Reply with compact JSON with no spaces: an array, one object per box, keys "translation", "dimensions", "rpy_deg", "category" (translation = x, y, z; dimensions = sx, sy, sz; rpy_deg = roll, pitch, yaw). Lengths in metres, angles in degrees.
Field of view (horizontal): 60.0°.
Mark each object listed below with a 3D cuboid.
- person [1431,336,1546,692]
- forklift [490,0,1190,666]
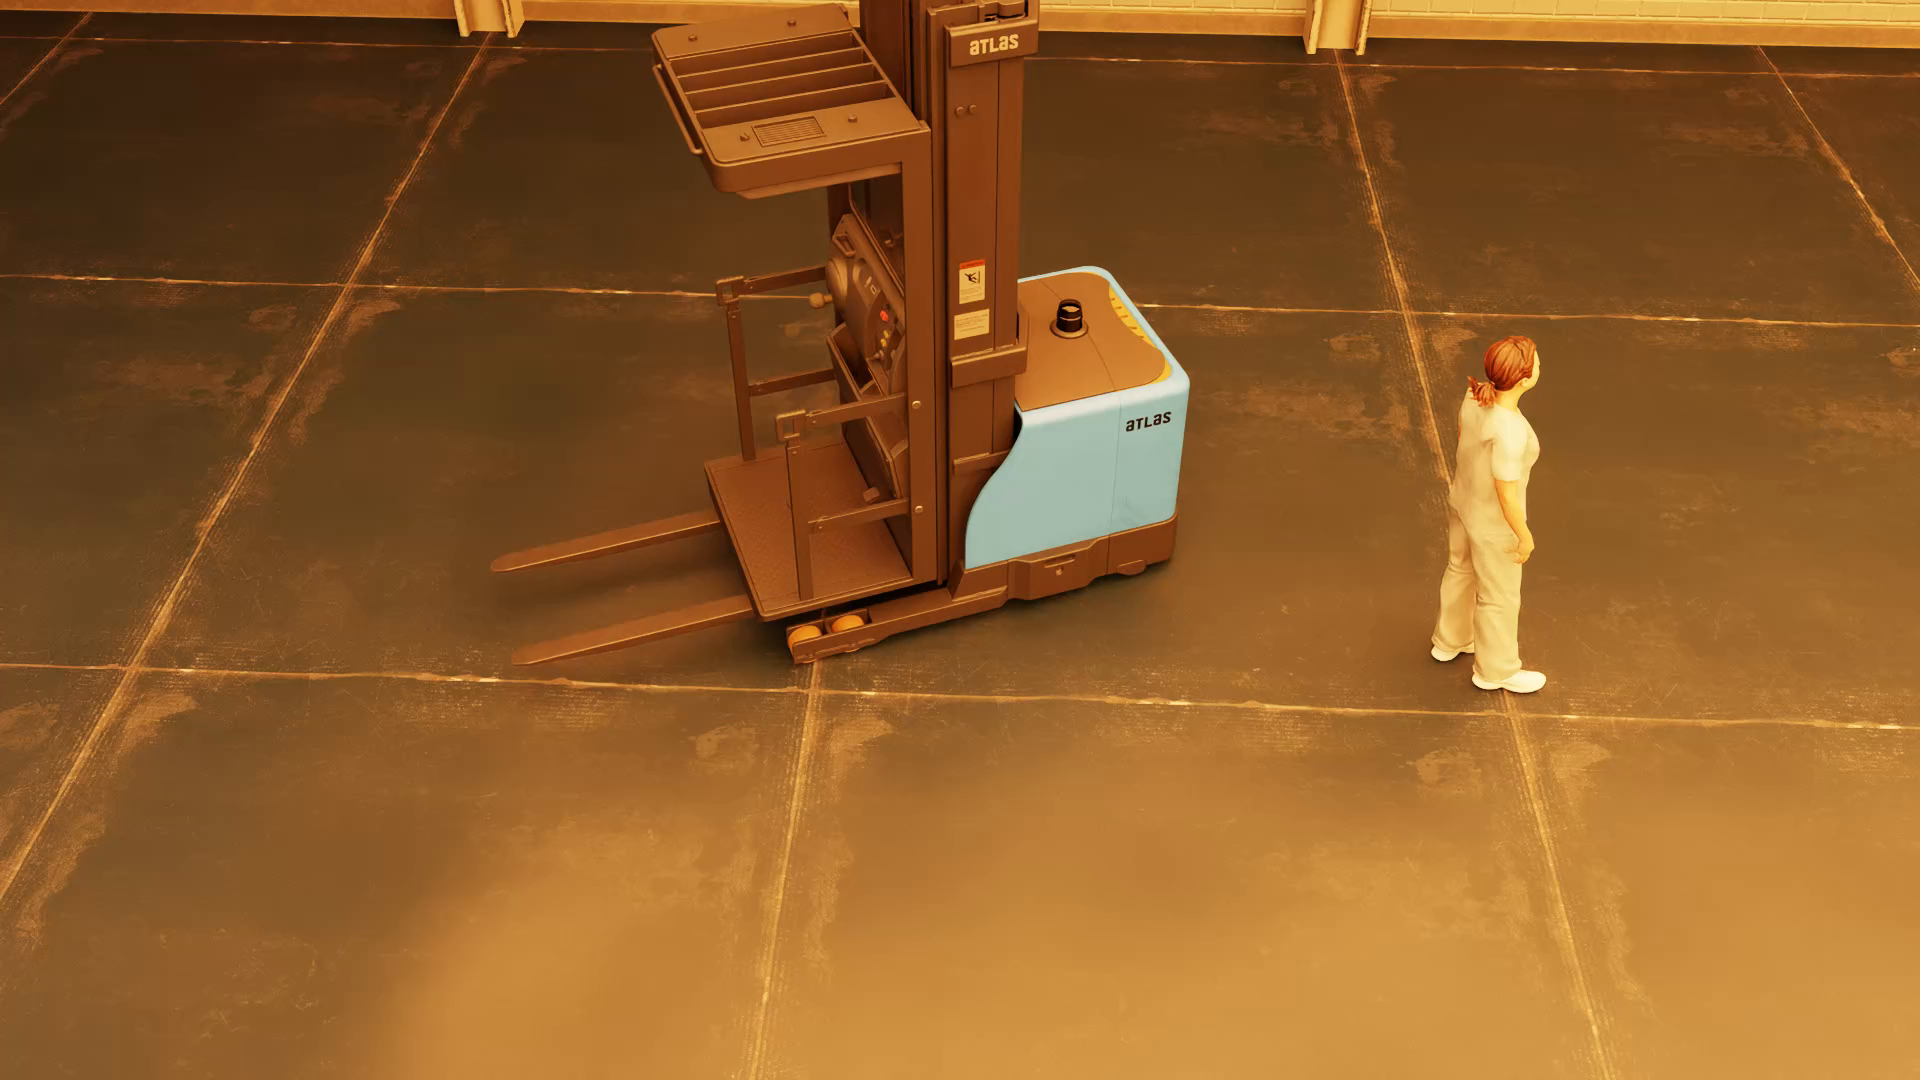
[{"translation":[2.222,-0.116,6.790],"dimensions":[0.549,1.675,0.550],"rpy_deg":[-7,43,-7],"category":"person"},{"translation":[-0.573,-0.945,6.778],"dimensions":[3.031,2.935,1.130],"rpy_deg":[-13,44,-14],"category":"forklift"}]
